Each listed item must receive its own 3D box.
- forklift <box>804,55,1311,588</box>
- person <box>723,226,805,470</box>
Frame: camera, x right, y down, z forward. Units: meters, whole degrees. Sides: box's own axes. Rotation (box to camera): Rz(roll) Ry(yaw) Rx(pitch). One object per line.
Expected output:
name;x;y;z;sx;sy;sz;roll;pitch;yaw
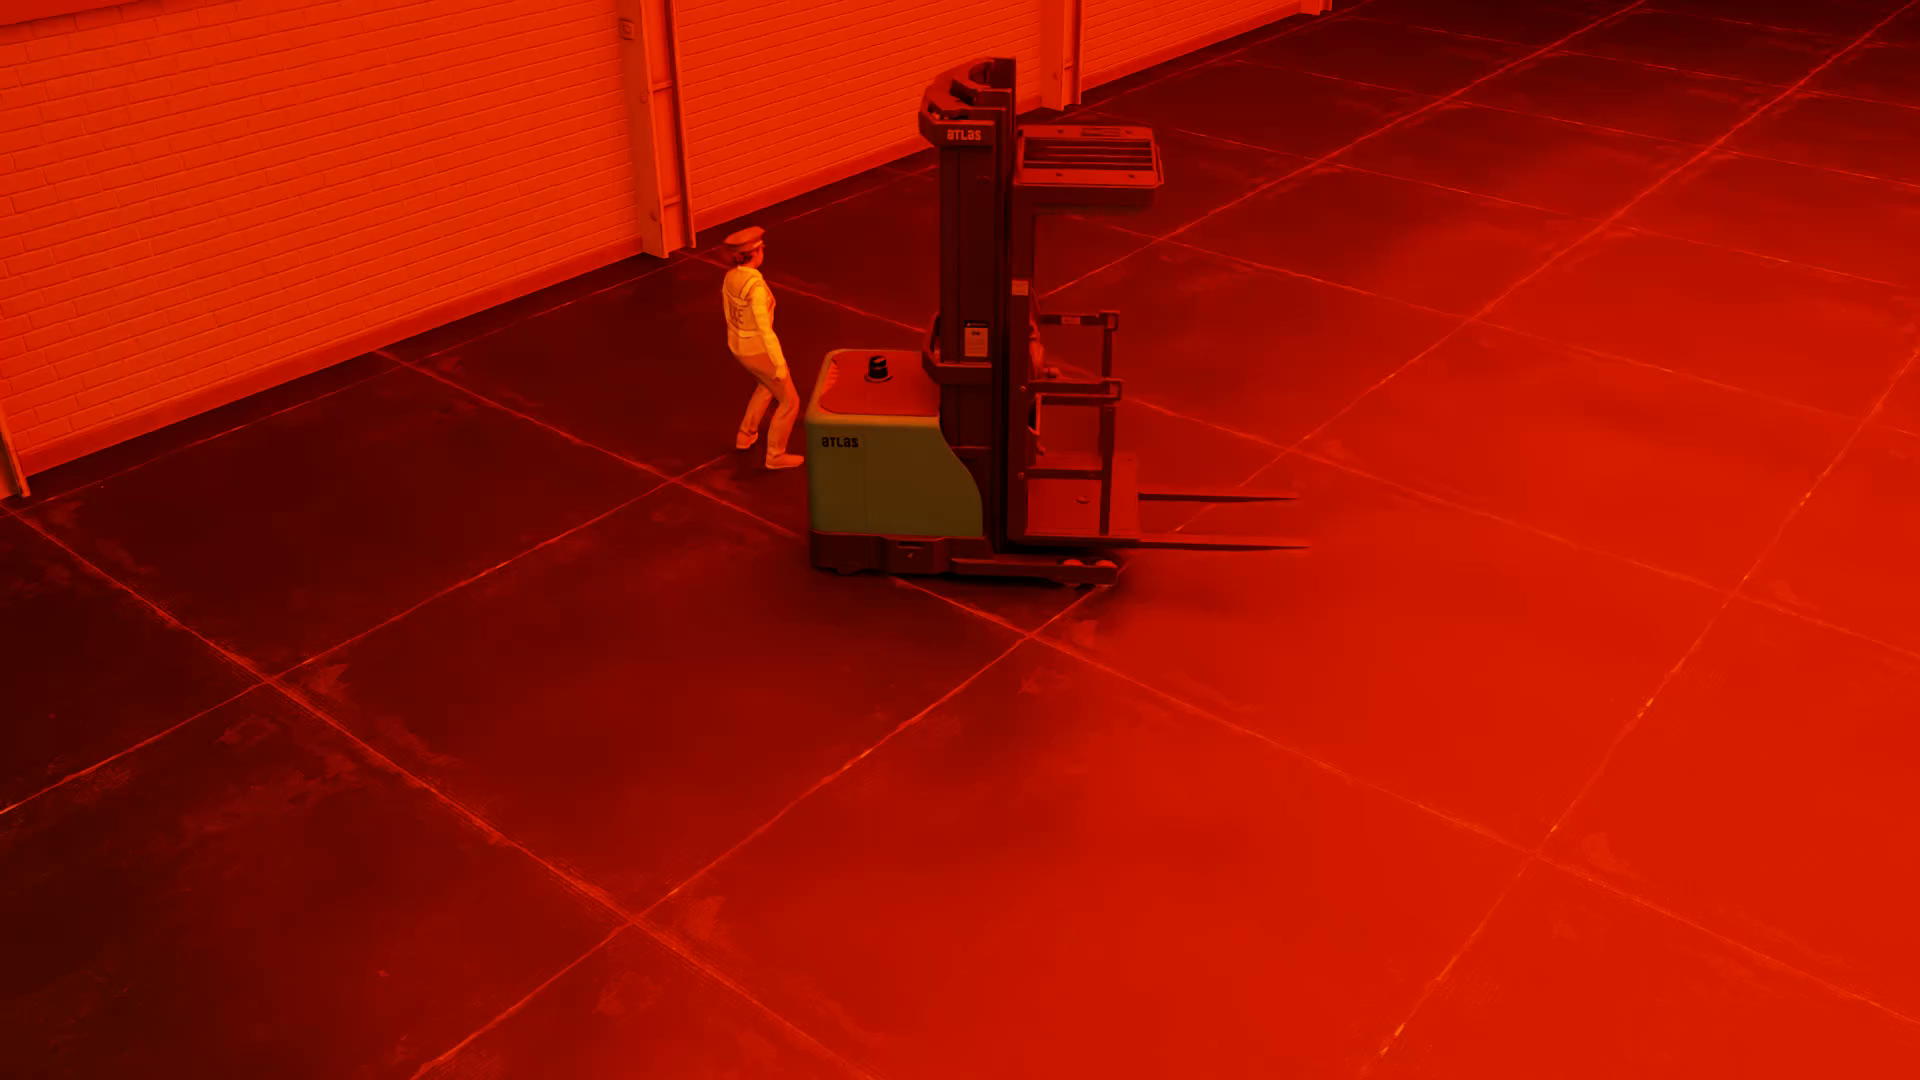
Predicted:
forklift;0.619;-1.254;9.741;3.031;2.935;1.130;2;30;3
person;-1.323;-1.268;11.100;0.393;1.620;0.716;-14;33;-22
